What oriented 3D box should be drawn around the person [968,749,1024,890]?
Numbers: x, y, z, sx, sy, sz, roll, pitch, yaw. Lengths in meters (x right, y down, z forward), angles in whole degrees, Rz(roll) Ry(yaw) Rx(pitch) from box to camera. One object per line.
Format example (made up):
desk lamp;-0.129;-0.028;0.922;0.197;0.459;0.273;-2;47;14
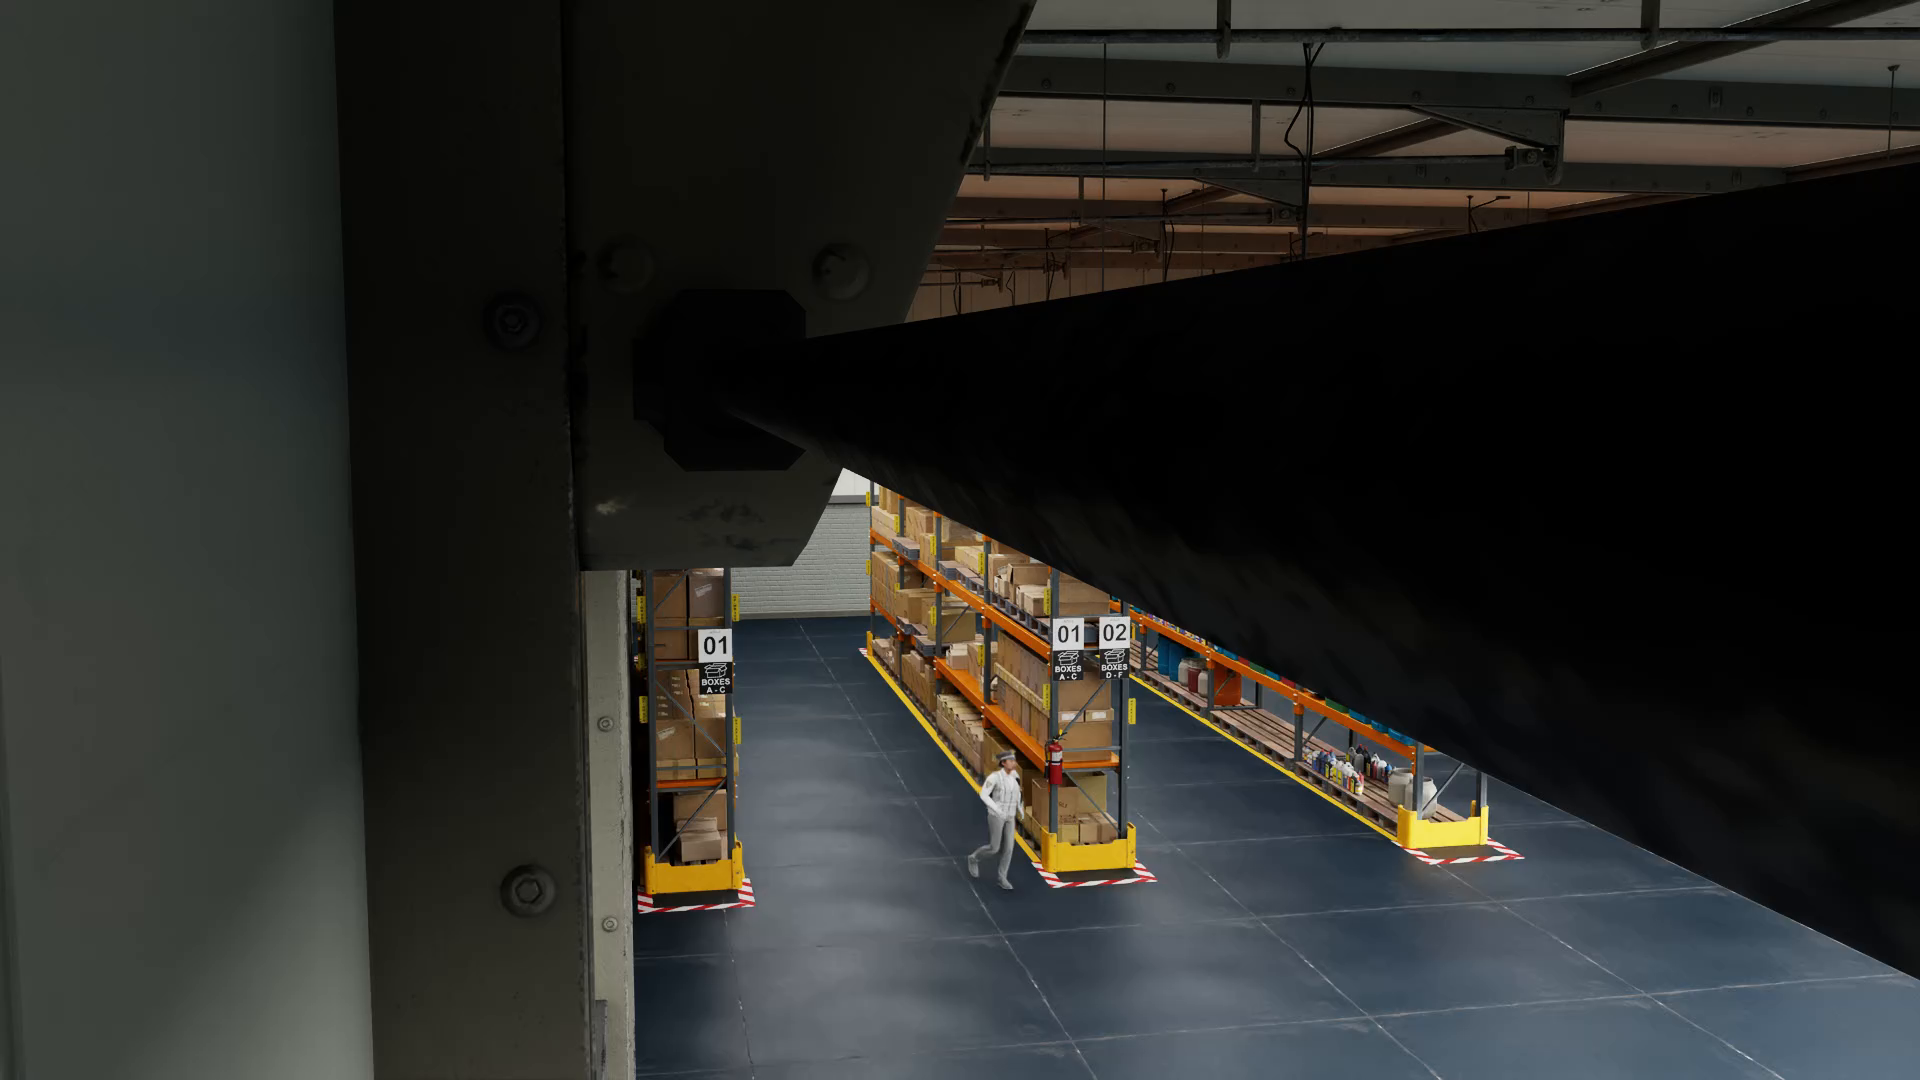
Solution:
person;0.532;3.377;20.415;0.657;1.656;0.733;-5;7;-37
